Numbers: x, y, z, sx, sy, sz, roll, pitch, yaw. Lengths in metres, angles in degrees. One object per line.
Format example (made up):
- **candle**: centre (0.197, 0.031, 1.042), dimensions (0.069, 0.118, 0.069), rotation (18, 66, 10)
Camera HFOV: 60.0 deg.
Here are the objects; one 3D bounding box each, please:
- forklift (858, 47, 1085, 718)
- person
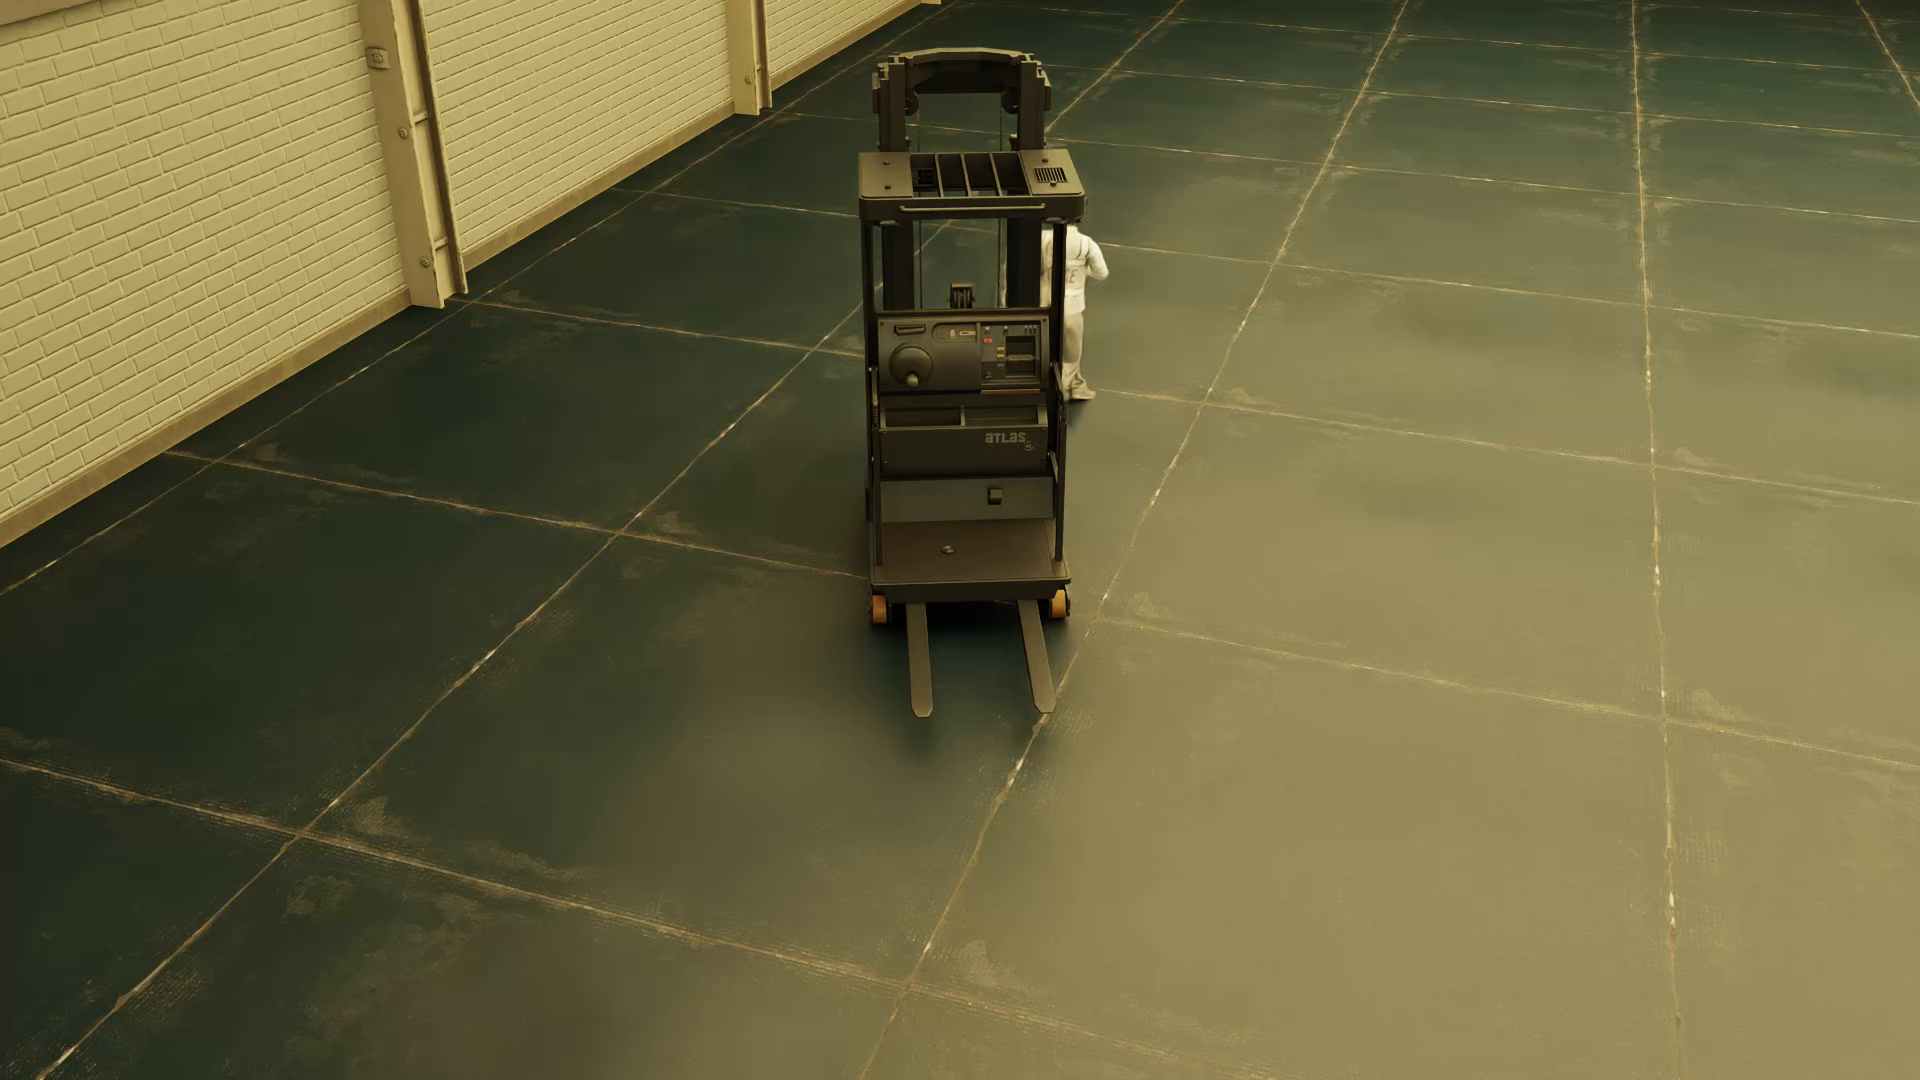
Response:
- **forklift**: centre (0.035, -0.972, 8.842), dimensions (1.130, 2.935, 3.031), rotation (-2, 30, -3)
- **person**: centre (0.695, -1.571, 11.274), dimensions (0.520, 1.625, 0.873), rotation (17, 34, 27)
